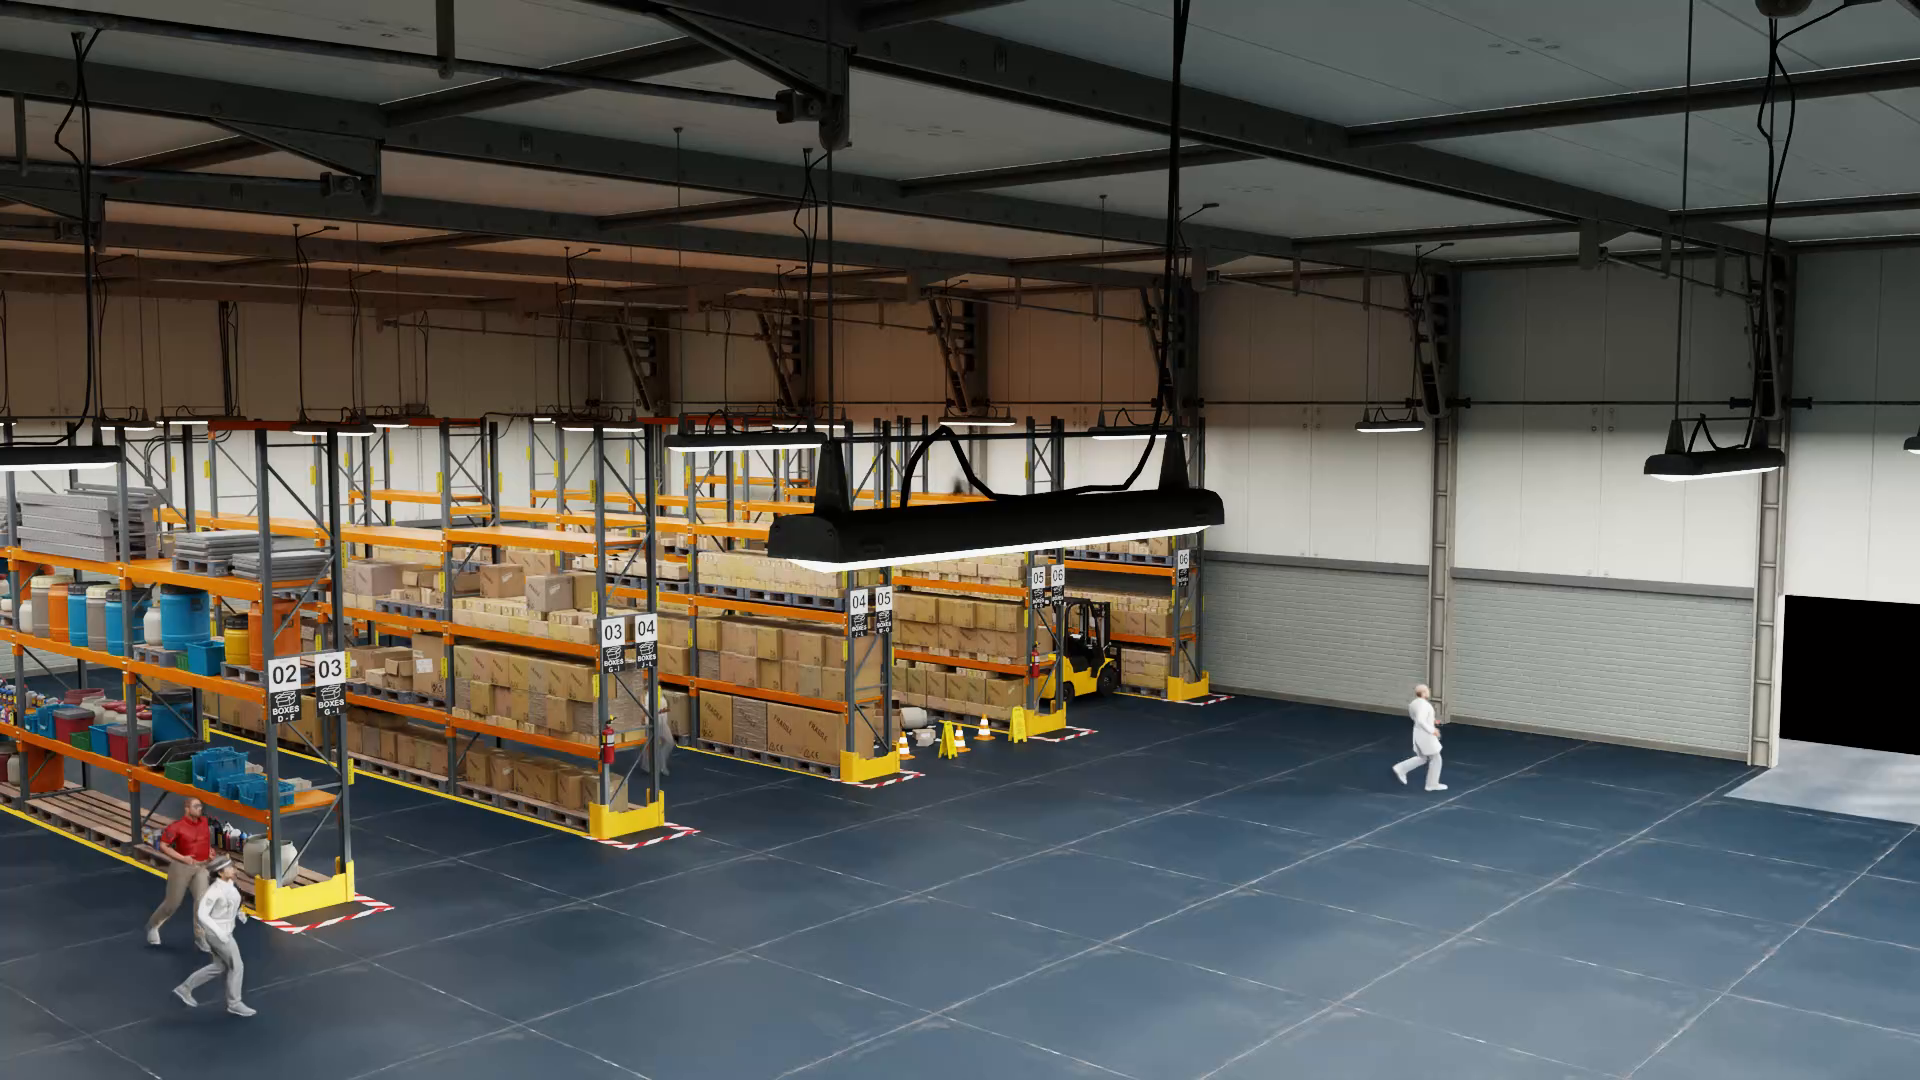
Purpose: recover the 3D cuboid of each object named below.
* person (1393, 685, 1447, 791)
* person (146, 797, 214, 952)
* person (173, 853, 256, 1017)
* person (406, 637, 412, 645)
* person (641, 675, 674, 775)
[{"bbox_3d":[7.508,3.214,27.030,0.884,1.743,0.719,0,5,-6],"label":"person"},{"bbox_3d":[-8.962,3.863,19.383,0.964,1.716,0.737,3,6,31],"label":"person"},{"bbox_3d":[-7.693,4.068,17.119,0.794,1.715,0.615,-1,5,-14],"label":"person"},{"bbox_3d":[-13.378,2.141,40.916,0.561,1.617,0.596,-5,7,-44],"label":"person"},{"bbox_3d":[-5.125,3.138,28.216,0.681,1.718,0.553,3,5,30],"label":"person"}]
